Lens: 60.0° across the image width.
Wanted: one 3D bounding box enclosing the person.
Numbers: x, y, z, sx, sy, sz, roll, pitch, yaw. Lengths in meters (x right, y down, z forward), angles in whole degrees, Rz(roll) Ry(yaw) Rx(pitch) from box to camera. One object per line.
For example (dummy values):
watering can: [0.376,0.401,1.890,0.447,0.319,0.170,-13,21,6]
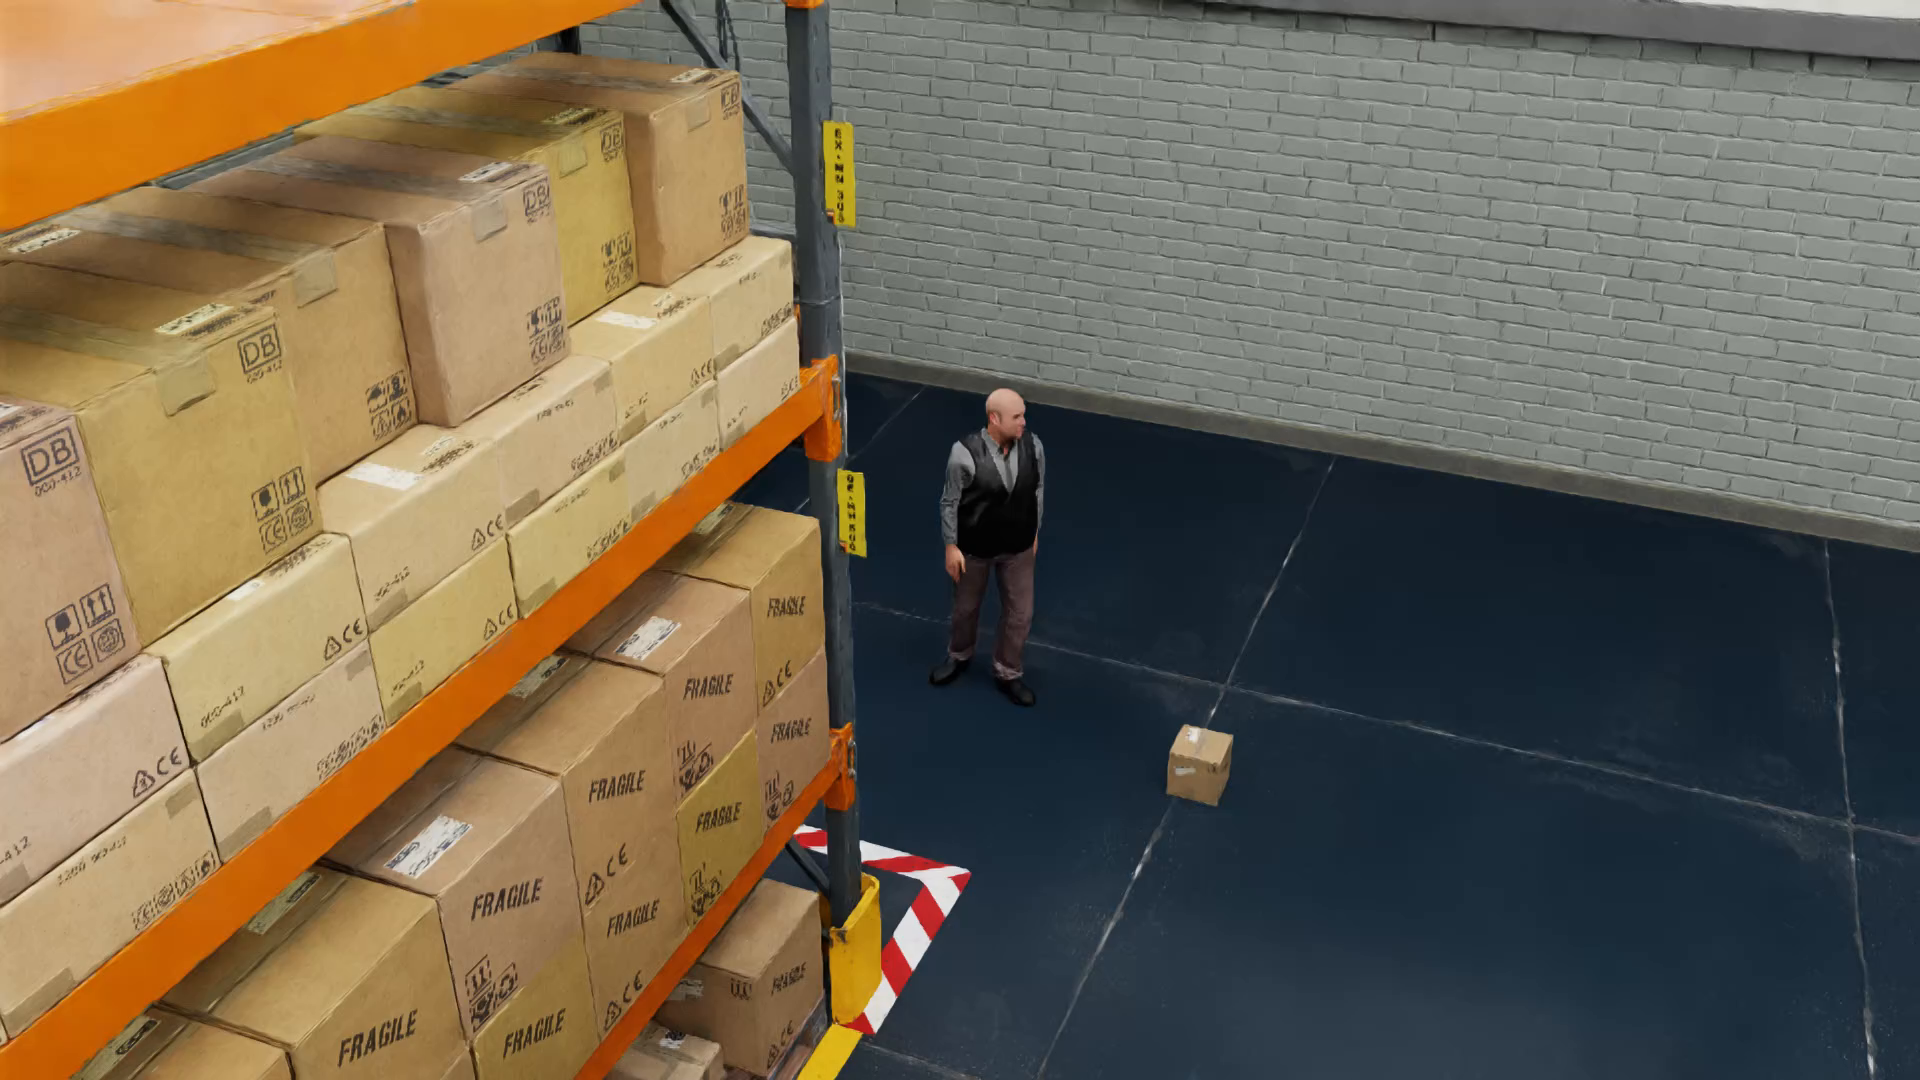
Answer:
person: [0.154,0.025,8.380,0.598,1.722,0.529,-9,31,-16]
